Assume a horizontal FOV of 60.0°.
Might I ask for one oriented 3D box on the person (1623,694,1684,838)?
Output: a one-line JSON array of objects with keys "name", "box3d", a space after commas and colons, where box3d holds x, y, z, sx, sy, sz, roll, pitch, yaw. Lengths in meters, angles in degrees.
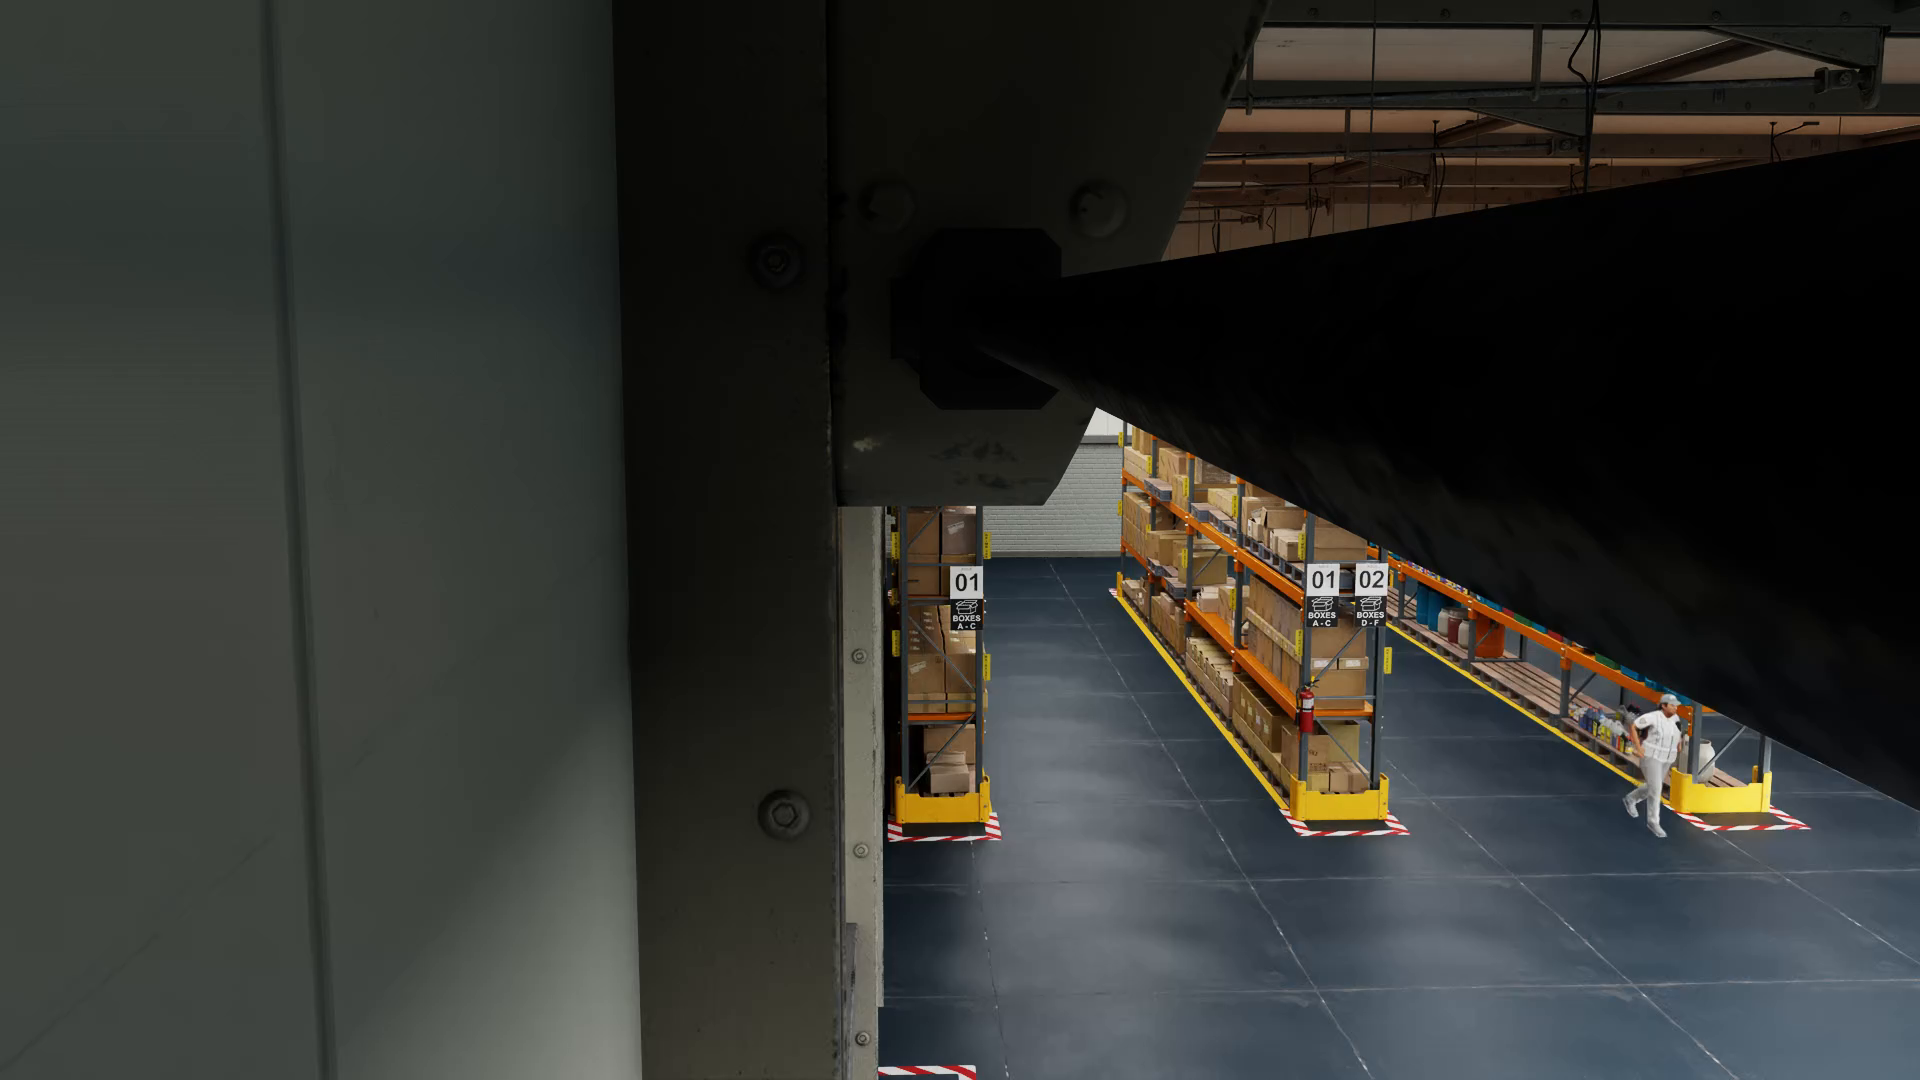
[{"name": "person", "box3d": [8.510, 2.682, 20.278, 0.638, 1.645, 0.883, -3, 9, -20]}]
